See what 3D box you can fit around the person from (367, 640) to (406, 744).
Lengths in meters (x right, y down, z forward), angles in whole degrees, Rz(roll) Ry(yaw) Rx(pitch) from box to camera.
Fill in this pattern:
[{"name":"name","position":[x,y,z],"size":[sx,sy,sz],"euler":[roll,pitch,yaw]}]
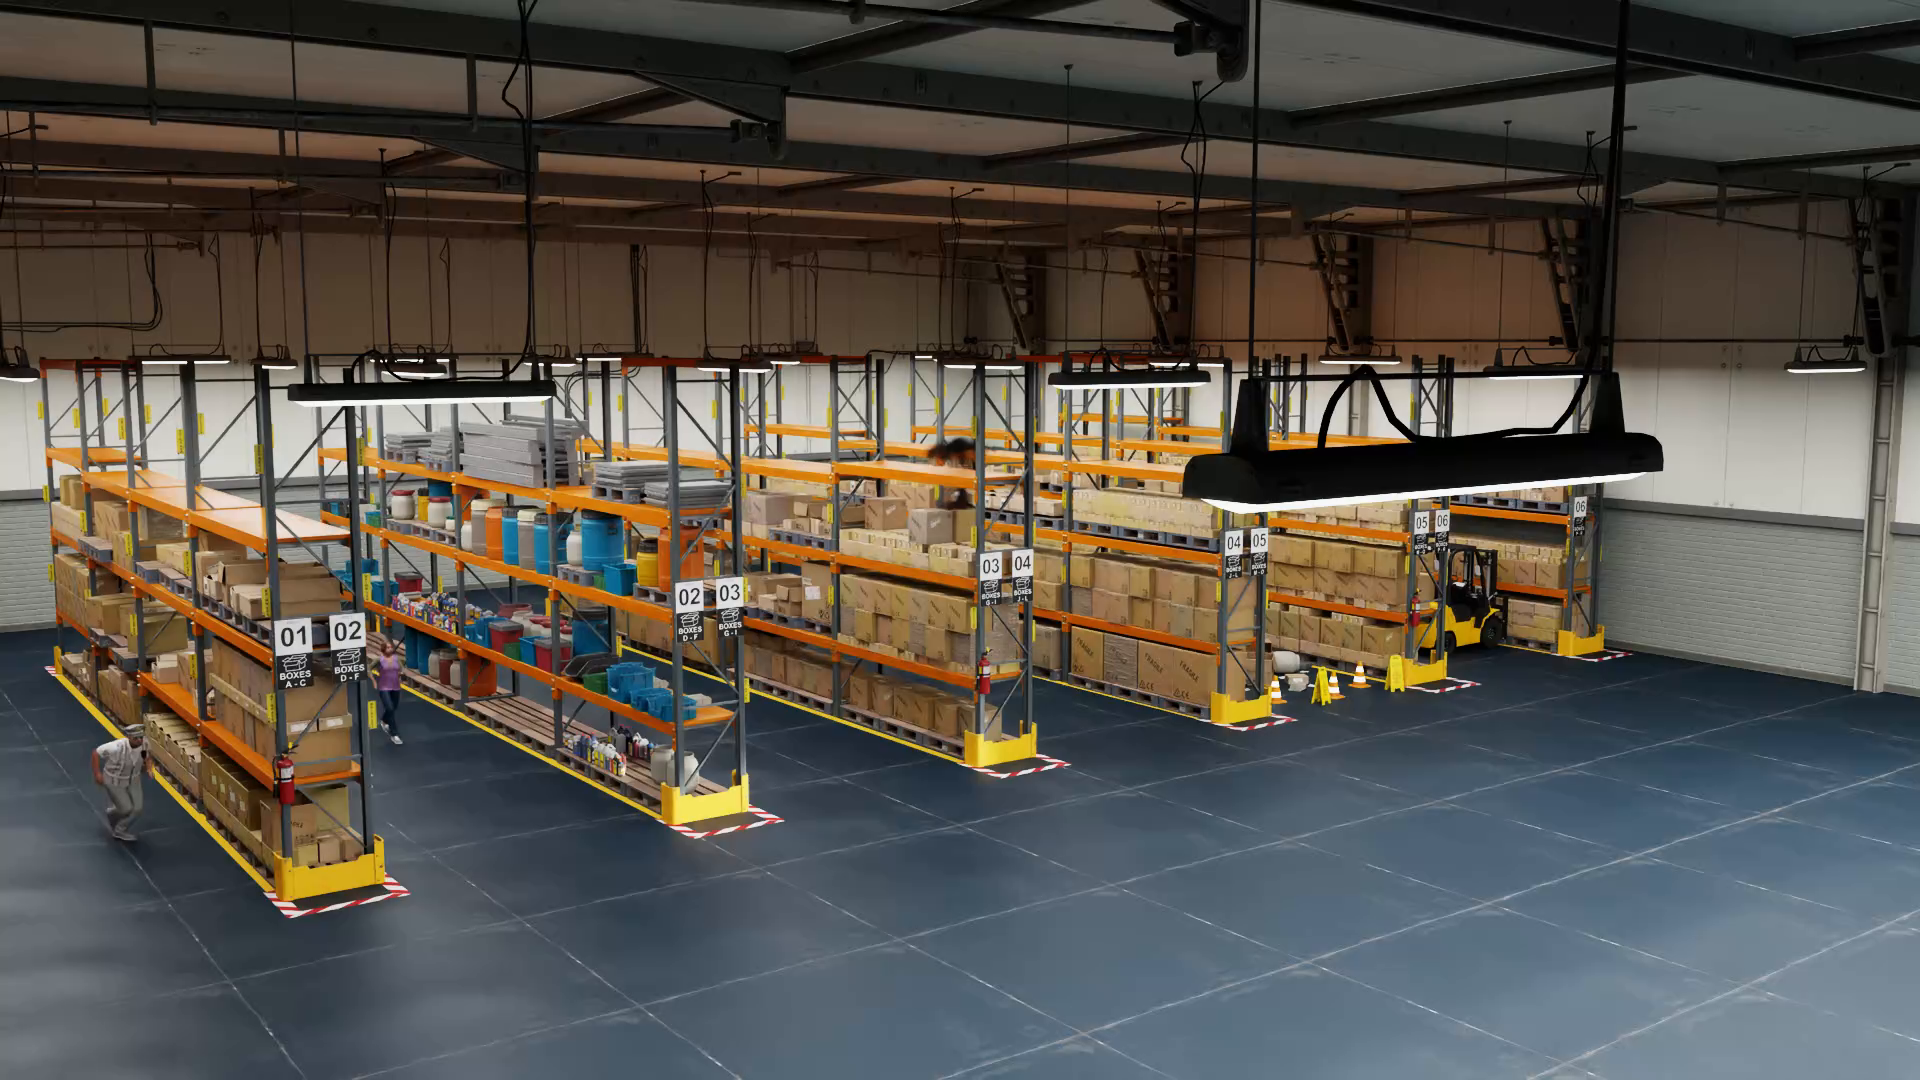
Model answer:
[{"name":"person","position":[-9.023,2.417,26.260],"size":[0.542,1.495,0.888],"euler":[-7,9,-43]}]

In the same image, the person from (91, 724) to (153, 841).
[{"name":"person","position":[-10.519,3.062,20.900],"size":[0.843,1.565,0.694],"euler":[5,8,36]}]

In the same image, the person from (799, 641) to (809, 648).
[{"name":"person","position":[-3.006,1.539,32.908],"size":[0.635,1.728,0.688],"euler":[-6,9,-41]}]
